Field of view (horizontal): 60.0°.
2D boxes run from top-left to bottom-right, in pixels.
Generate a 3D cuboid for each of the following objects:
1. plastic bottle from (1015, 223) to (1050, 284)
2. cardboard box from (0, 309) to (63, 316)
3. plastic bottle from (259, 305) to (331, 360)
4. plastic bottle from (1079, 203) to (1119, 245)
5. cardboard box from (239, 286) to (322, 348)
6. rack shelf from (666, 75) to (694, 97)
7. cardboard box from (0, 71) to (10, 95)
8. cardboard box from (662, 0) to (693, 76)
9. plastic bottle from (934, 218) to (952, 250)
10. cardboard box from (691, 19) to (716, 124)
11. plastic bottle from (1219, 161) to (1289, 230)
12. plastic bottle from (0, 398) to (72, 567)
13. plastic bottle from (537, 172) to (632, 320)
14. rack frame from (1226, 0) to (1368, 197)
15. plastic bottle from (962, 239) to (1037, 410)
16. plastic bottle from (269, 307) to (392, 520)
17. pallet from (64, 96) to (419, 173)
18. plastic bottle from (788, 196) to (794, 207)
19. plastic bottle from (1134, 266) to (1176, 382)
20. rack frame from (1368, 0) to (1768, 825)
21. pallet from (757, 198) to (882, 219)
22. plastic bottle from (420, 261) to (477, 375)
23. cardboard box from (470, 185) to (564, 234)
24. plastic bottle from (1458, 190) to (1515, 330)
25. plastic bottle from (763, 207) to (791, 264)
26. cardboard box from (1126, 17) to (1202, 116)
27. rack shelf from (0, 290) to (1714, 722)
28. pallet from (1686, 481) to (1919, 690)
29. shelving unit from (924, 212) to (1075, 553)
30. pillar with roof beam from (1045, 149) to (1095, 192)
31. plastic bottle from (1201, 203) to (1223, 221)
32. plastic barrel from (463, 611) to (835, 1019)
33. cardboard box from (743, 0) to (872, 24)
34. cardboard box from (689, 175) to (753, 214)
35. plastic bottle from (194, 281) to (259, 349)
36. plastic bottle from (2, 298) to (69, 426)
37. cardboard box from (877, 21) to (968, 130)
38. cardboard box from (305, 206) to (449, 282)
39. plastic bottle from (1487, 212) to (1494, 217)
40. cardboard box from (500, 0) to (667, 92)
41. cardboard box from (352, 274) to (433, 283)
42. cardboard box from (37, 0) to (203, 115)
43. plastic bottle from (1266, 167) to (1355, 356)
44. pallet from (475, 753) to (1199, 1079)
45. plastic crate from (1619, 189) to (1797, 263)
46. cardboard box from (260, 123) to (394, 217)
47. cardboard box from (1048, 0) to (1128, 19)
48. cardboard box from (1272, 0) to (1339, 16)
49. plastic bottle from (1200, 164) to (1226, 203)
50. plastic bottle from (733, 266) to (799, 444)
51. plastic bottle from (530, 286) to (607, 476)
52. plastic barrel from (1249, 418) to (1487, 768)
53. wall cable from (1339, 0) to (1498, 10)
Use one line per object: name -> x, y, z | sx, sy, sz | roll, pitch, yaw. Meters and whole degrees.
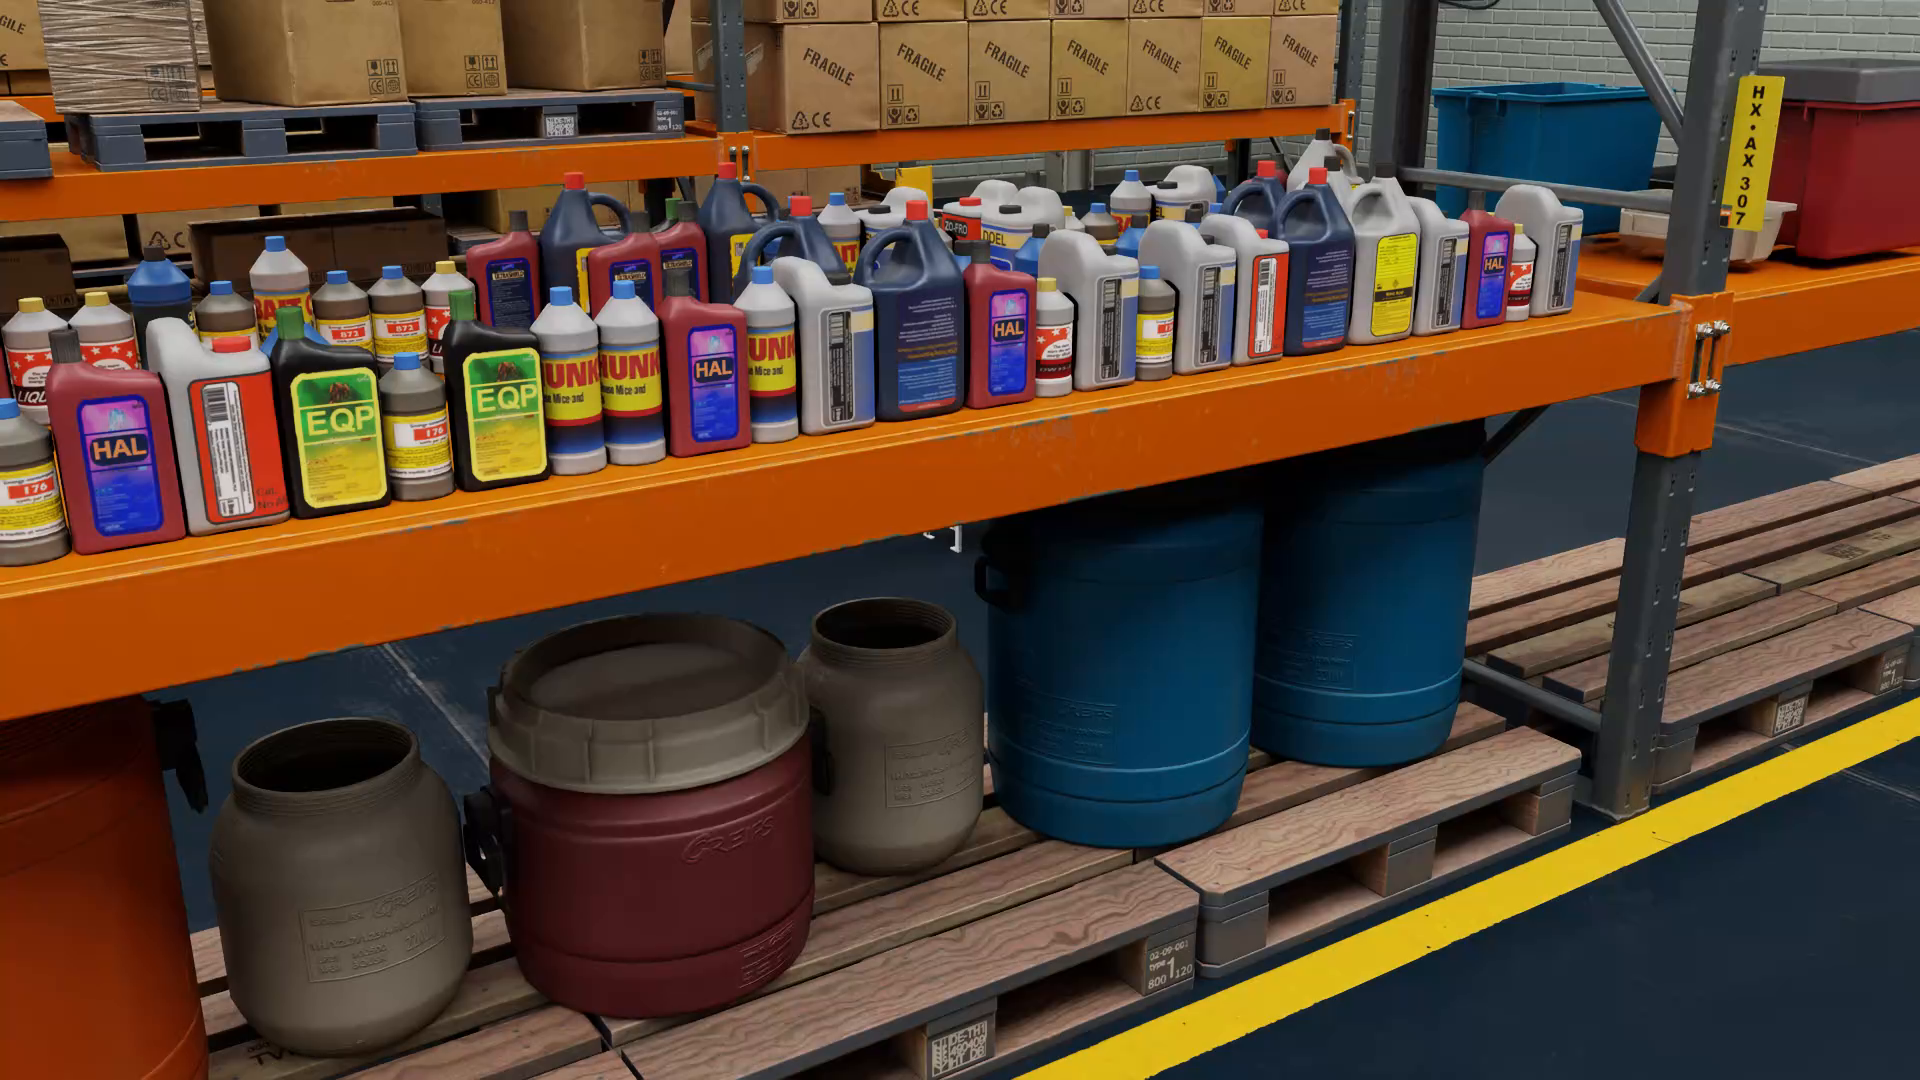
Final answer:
plastic bottle -> 0.149, -0.451, 3.096 | 0.097, 0.271, 0.097 | 0, 19, 0
cardboard box -> -3.993, -0.728, 6.931 | 0.500, 0.500, 0.500 | -11, 22, -29
plastic bottle -> -0.920, -0.191, 2.326 | 0.097, 0.271, 0.097 | 0, 19, 0
plastic bottle -> 0.322, -0.687, 3.903 | 0.097, 0.201, 0.097 | 0, 19, 0
cardboard box -> -2.819, -0.778, 7.080 | 0.500, 0.500, 0.500 | -13, 23, -33
rack shelf -> -2.361, -3.517, 13.087 | 4.000, 0.370, 1.077 | -12, 22, -31
cardboard box -> -6.132, -2.879, 10.438 | 0.250, 0.149, 0.380 | -11, 22, -30
cardboard box -> -2.355, -3.997, 12.914 | 0.700, 0.700, 0.980 | -13, 23, -34
plastic bottle -> -0.064, -0.605, 3.662 | 0.097, 0.201, 0.097 | 0, 19, 0
cardboard box -> -1.028, -2.385, 8.460 | 0.500, 0.500, 0.500 | -11, 22, -31
plastic bottle -> 0.596, -0.589, 3.379 | 0.185, 0.351, 0.144 | -12, 22, -31
plastic bottle -> -1.191, -0.077, 2.098 | 0.097, 0.201, 0.097 | 0, 19, 0
plastic bottle -> -0.710, -0.531, 3.209 | 0.185, 0.351, 0.144 | -12, 22, -31
rack frame -> 2.036, -2.886, 10.096 | 0.127, 3.000, 1.000 | -12, 22, -31
plastic bottle -> 0.065, -0.374, 2.848 | 0.133, 0.283, 0.061 | -12, 22, -31
plastic bottle -> -0.861, -0.178, 2.271 | 0.133, 0.283, 0.061 | -12, 22, -31
pallet -> -3.023, -1.729, 6.976 | 1.213, 0.211, 1.003 | -12, 22, -31
plastic bottle -> -0.339, -0.581, 3.480 | 0.097, 0.271, 0.097 | 0, 19, 0
plastic bottle -> 0.345, -0.401, 3.057 | 0.097, 0.201, 0.097 | 0, 19, 0
rack frame -> 1.417, -0.855, 4.091 | 0.127, 3.000, 1.000 | -12, 22, -31
pallet -> -1.316, -2.727, 13.982 | 1.213, 0.211, 1.003 | -12, 22, -31
plastic bottle -> -0.952, -0.418, 3.108 | 0.097, 0.201, 0.097 | 0, 19, 0
cardboard box -> -3.351, -2.624, 12.571 | 0.500, 0.500, 0.700 | -12, 22, -31
plastic bottle -> 1.097, -0.591, 3.492 | 0.133, 0.283, 0.061 | -12, 22, -31
plastic bottle -> -0.341, -0.525, 3.315 | 0.097, 0.271, 0.097 | 0, 19, 0
cardboard box -> 0.961, -2.602, 9.103 | 0.500, 0.500, 0.500 | -12, 22, -31
rack shelf -> -0.253, -0.162, 3.165 | 4.000, 0.370, 1.077 | -12, 22, -31
pallet -> 3.030, 0.109, 5.591 | 1.213, 0.211, 1.003 | -12, 22, -31
shelving unit -> 0.138, -0.598, 6.139 | 0.503, 1.200, 0.258 | -12, 22, -31
pillar with roof beam -> 3.456, -6.607, 11.738 | 0.400, 9.000, 9.100 | -12, 22, -31
plastic bottle -> 0.599, -0.687, 3.904 | 0.097, 0.201, 0.097 | 0, 19, 0
plastic barrel -> -0.581, 0.503, 3.183 | 0.708, 0.588, 0.600 | -12, 22, -31
cardboard box -> -0.756, -2.710, 7.859 | 0.500, 0.500, 0.500 | -11, 22, -30
cardboard box -> -2.058, -2.898, 13.380 | 0.500, 0.500, 0.700 | -13, 22, -33
plastic bottle -> -1.278, -0.350, 2.906 | 0.097, 0.201, 0.097 | 0, 19, 0
plastic bottle -> -1.521, -0.298, 2.753 | 0.097, 0.201, 0.097 | 0, 19, 0
cardboard box -> -0.303, -2.336, 8.316 | 0.500, 0.500, 0.500 | -11, 22, -30
cardboard box -> -2.677, -1.364, 7.642 | 0.500, 0.250, 0.500 | -12, 22, -31
plastic bottle -> 1.181, -0.635, 3.751 | 0.097, 0.201, 0.097 | 0, 19, 0
cardboard box -> -1.823, -2.404, 7.859 | 0.700, 0.500, 0.500 | 14, 23, 35
cardboard box -> -2.703, -1.002, 7.742 | 0.500, 0.500, 0.500 | -12, 22, -31
cardboard box -> -3.312, -1.974, 6.588 | 0.500, 0.500, 0.700 | -8, 20, -21
plastic bottle -> 0.675, -0.550, 3.265 | 0.185, 0.351, 0.144 | -12, 22, -31
pallet -> -0.270, 0.807, 3.529 | 1.213, 0.211, 1.003 | -12, 22, -31
plastic crate -> 1.884, -0.803, 4.253 | 0.243, 0.136, 0.396 | -12, 22, -31
cardboard box -> -4.503, -2.537, 11.765 | 0.750, 0.750, 0.750 | -12, 22, -31
cardboard box -> 0.535, -2.982, 8.666 | 0.500, 0.500, 0.500 | -11, 22, -30
cardboard box -> 1.816, -3.255, 9.471 | 0.500, 0.500, 0.500 | -12, 22, -32
plastic bottle -> 0.597, -0.778, 4.064 | 0.097, 0.271, 0.097 | 0, 19, 0
plastic bottle -> -0.308, -0.296, 2.638 | 0.097, 0.271, 0.097 | 0, 19, 0
plastic bottle -> -0.582, -0.238, 2.467 | 0.097, 0.271, 0.097 | 0, 19, 0
plastic barrel -> 0.953, 0.031, 4.090 | 0.708, 0.901, 0.600 | -12, 22, -31
wall cable -> 4.229, -6.482, 16.214 | 0.112, 2.526, 3.097 | -12, 22, -31
